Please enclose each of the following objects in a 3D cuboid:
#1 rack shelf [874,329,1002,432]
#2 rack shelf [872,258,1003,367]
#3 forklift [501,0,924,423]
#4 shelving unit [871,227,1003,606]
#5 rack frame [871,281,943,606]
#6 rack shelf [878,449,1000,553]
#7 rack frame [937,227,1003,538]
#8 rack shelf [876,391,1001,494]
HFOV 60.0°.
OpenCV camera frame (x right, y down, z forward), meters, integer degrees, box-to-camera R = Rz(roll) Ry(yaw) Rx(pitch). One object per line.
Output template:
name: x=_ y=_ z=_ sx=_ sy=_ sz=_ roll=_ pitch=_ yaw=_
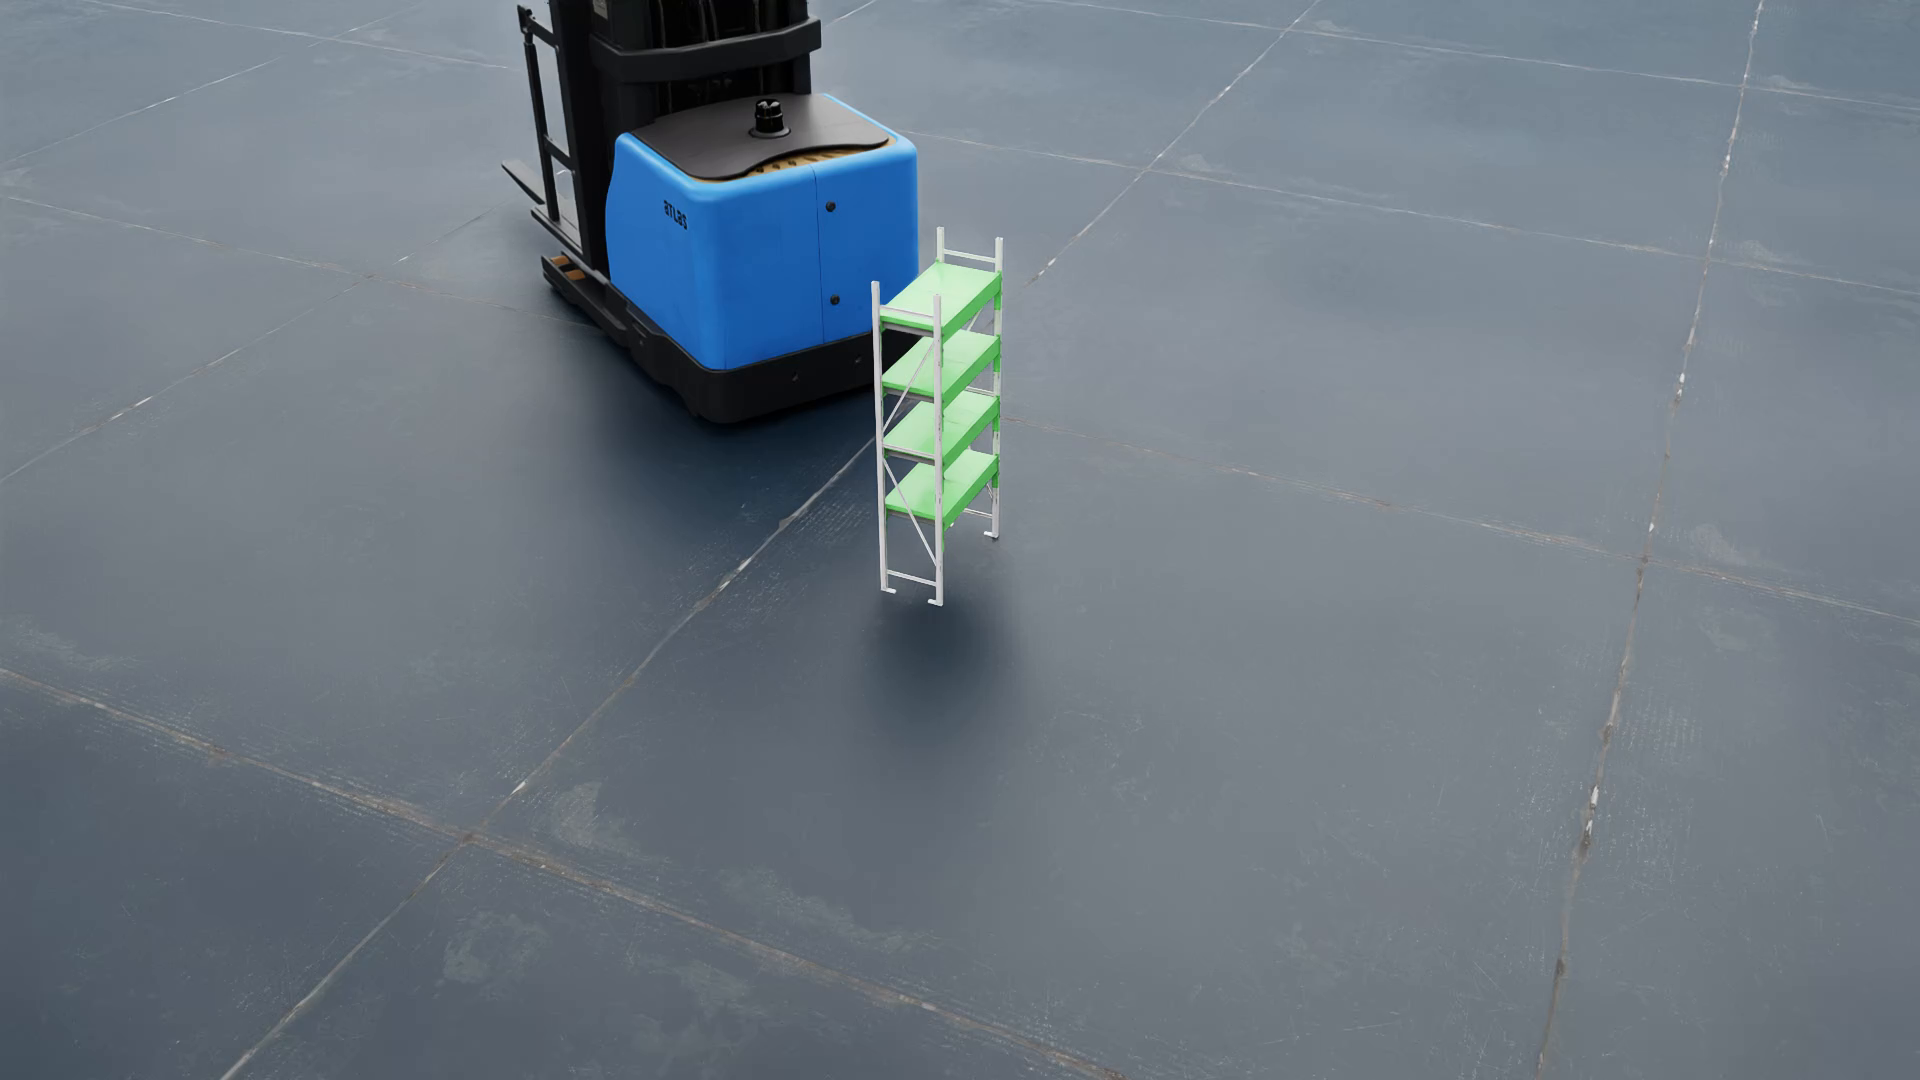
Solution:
rack shelf: x=-0.069 y=-0.567 z=5.699 sx=0.258 sy=0.148 sz=0.480 roll=14 pitch=36 yaw=20
rack shelf: x=-0.069 y=-0.767 z=5.567 sx=0.258 sy=0.148 sz=0.480 roll=14 pitch=36 yaw=20
forklift: x=-1.374 y=-2.477 z=7.355 sx=1.130 sy=2.935 sz=3.031 roll=-19 pitch=38 yaw=-27
shelving unit: x=-0.069 y=-0.419 z=5.795 sx=0.258 sy=1.200 sz=0.503 roll=14 pitch=36 yaw=20
rack frame: x=-0.171 y=-0.298 z=5.610 sx=0.240 sy=1.200 sz=0.015 roll=14 pitch=36 yaw=20
rack shelf: x=-0.069 y=-0.165 z=5.962 sx=0.258 sy=0.148 sz=0.480 roll=14 pitch=36 yaw=20
rack frame: x=0.033 y=-0.541 z=5.981 sx=0.240 sy=1.200 sz=0.015 roll=14 pitch=36 yaw=20
rack shelf: x=-0.069 y=-0.366 z=5.830 sx=0.258 sy=0.148 sz=0.480 roll=14 pitch=36 yaw=20
